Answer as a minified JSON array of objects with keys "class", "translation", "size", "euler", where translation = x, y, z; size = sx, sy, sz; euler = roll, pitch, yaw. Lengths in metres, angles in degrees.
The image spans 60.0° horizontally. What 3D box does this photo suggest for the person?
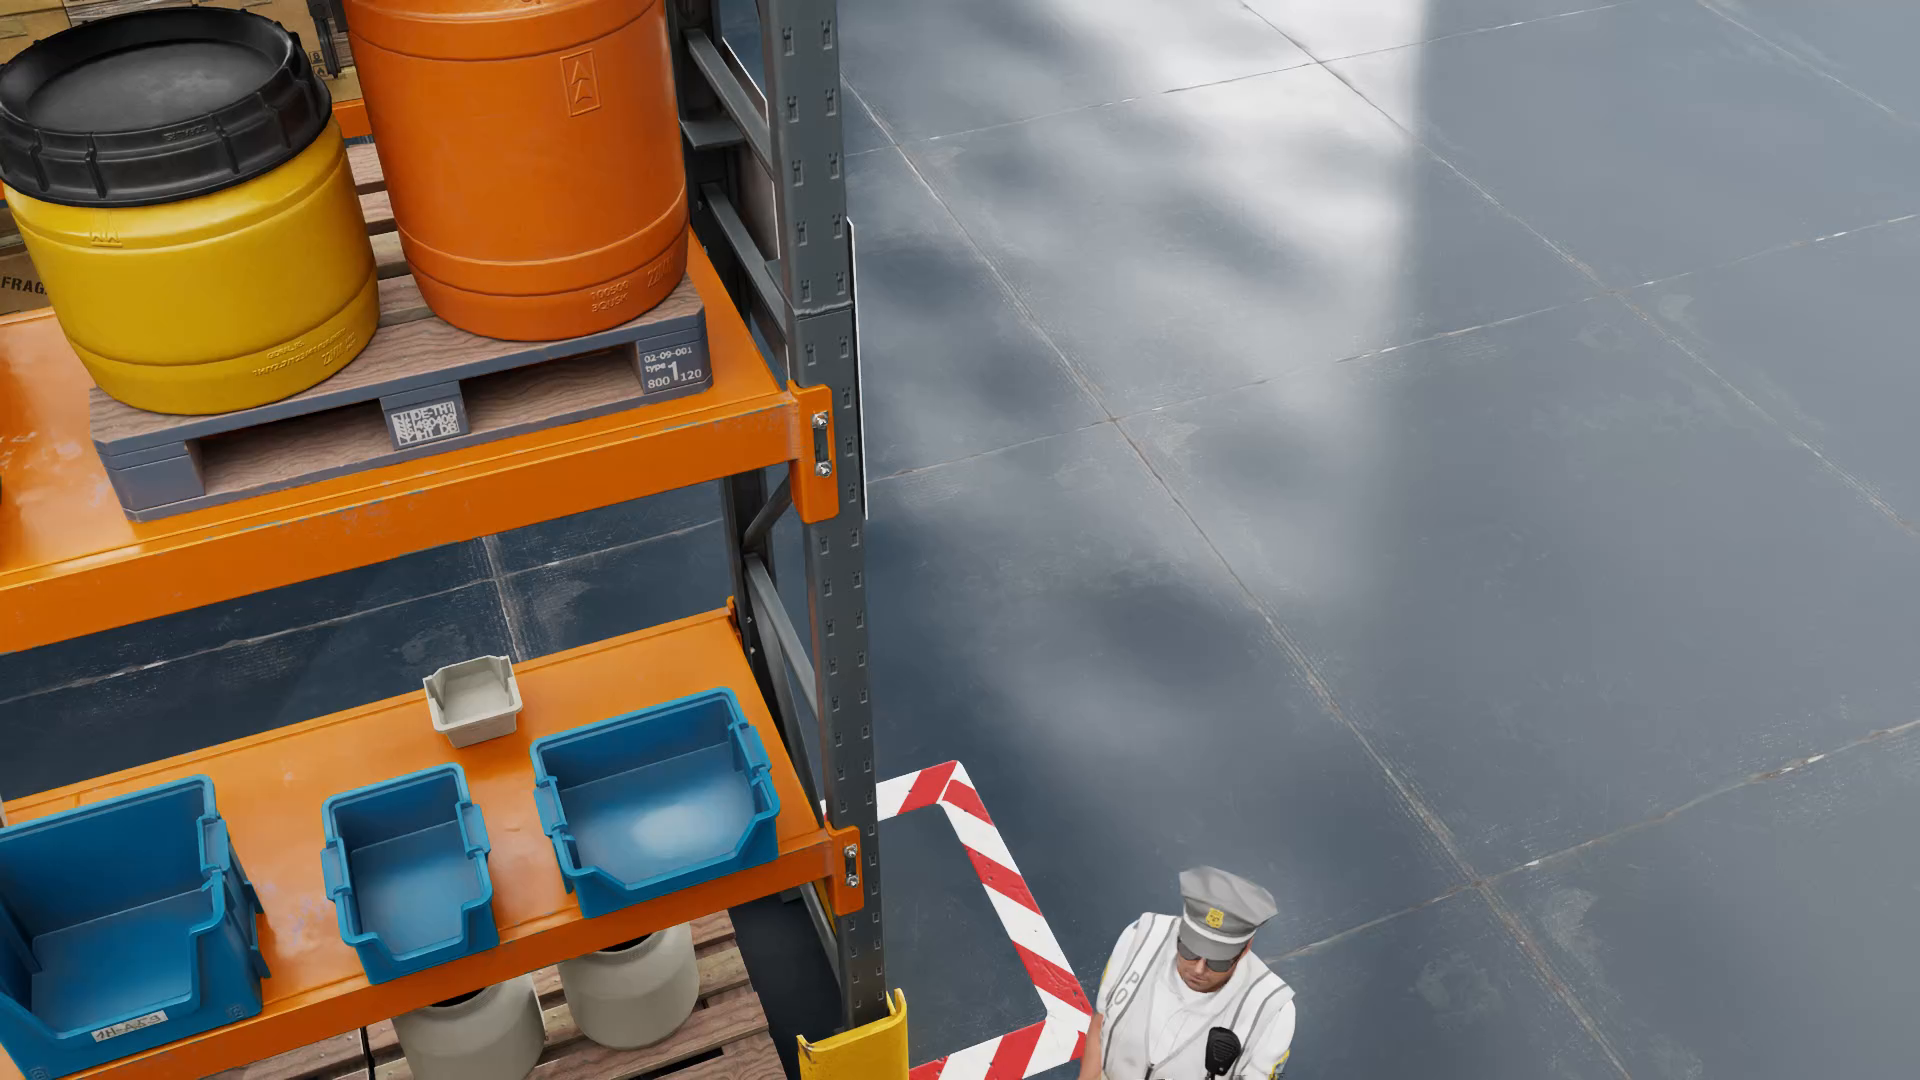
[{"class":"person","translation":[0.522,1.541,4.385],"size":[0.529,1.782,0.552],"euler":[24,47,24]}]
